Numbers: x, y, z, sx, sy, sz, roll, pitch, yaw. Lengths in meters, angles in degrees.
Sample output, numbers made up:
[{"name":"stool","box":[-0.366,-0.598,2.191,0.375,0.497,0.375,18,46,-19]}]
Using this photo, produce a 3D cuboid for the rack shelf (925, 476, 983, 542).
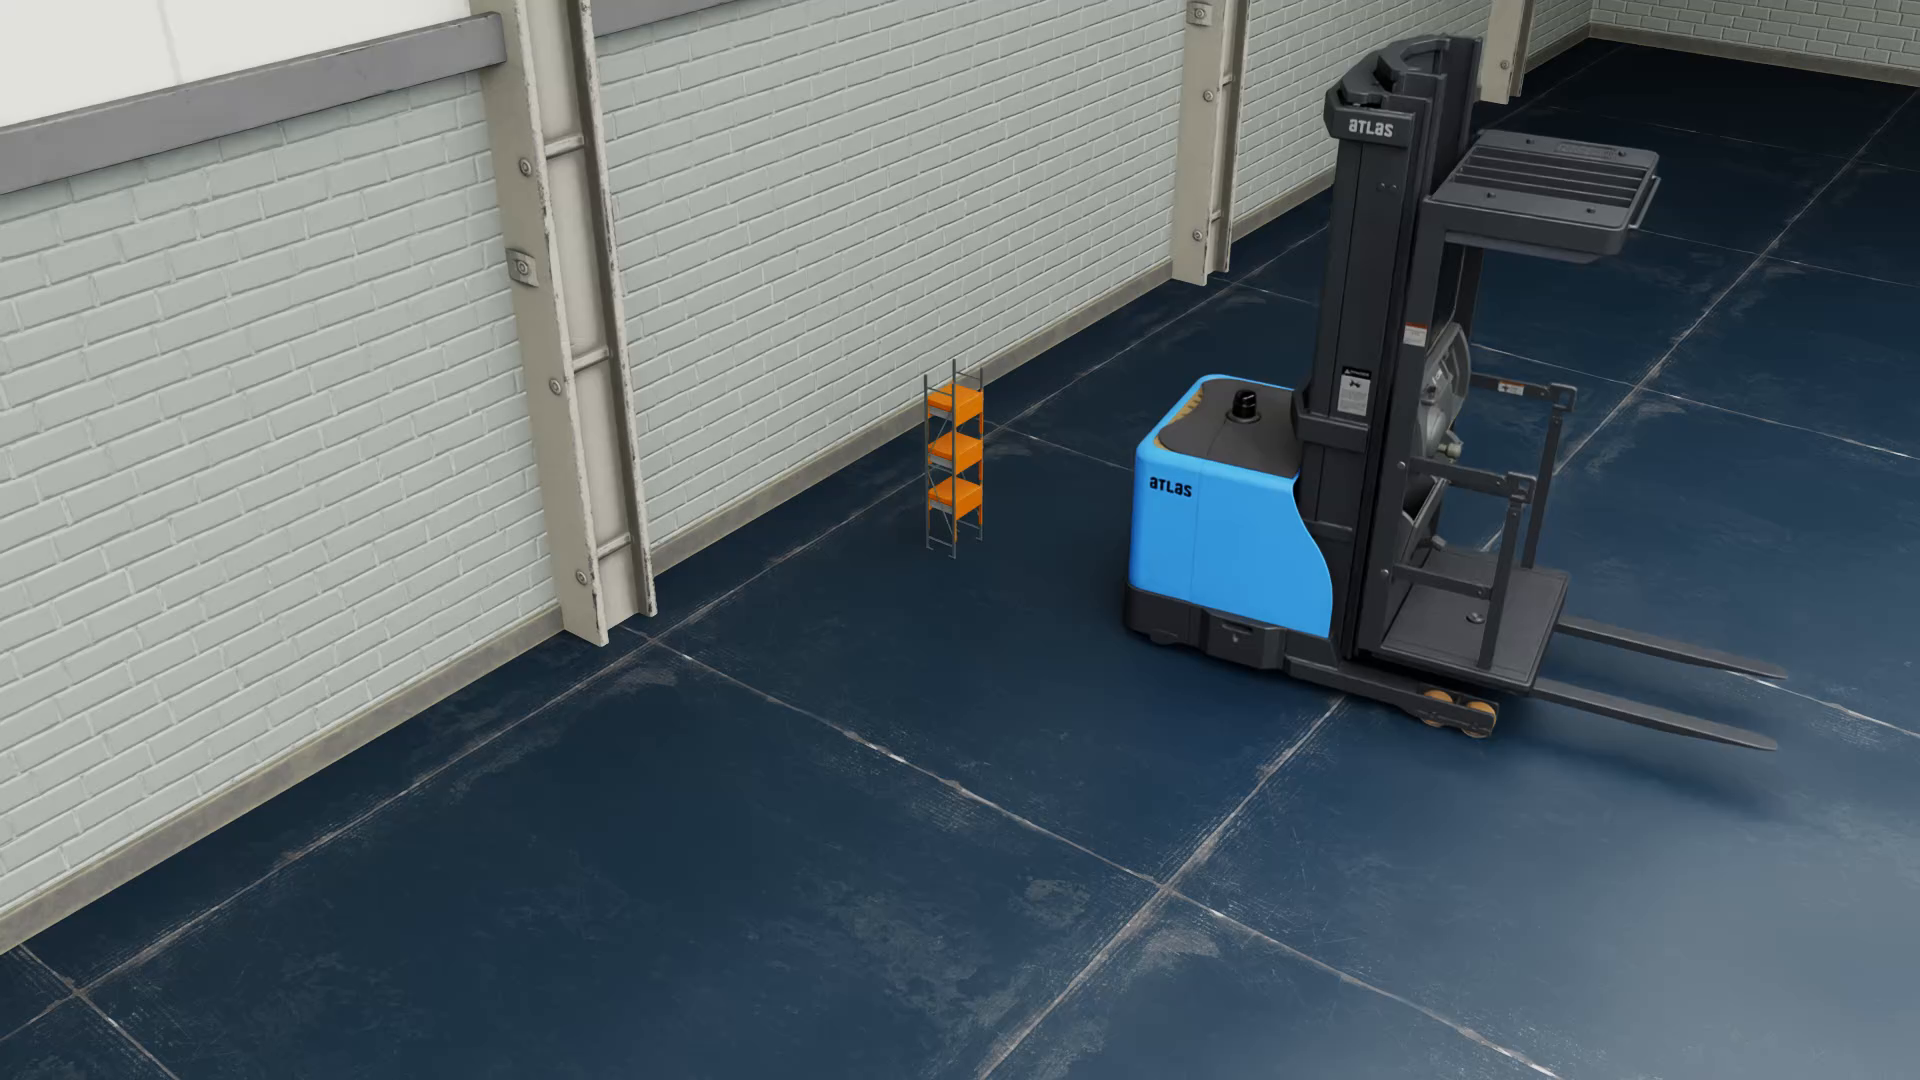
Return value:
[{"name":"rack shelf","box":[-0.032,-0.182,9.093,0.215,0.259,0.240,21,37,31]}]

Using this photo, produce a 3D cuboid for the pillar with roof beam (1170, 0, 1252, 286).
[{"name":"pillar with roof beam","box":[5.250,-4.576,8.145,9.100,9.000,0.400,21,37,31]}]

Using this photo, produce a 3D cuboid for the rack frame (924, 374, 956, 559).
[{"name":"rack frame","box":[-0.106,-0.380,8.862,0.200,1.050,0.008,21,37,31]}]

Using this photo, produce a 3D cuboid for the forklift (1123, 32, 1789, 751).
[{"name":"forklift","box":[2.374,-0.655,7.480,3.031,2.935,1.130,15,34,23]}]

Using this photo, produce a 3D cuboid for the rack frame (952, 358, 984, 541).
[{"name":"rack frame","box":[0.041,-0.479,9.029,0.200,1.050,0.008,21,37,31]}]

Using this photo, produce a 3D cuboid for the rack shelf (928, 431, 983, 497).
[{"name":"rack shelf","box":[-0.032,-0.421,8.951,0.215,0.259,0.240,21,37,31]}]

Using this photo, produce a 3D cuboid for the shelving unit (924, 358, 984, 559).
[{"name":"shelving unit","box":[-0.032,-0.430,8.946,0.215,1.050,0.252,21,37,31]}]

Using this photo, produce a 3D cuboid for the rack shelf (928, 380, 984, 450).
[{"name":"rack shelf","box":[-0.032,-0.665,8.806,0.215,0.259,0.240,21,37,31]}]

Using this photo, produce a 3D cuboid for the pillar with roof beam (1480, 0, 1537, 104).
[{"name":"pillar with roof beam","box":[8.872,-7.015,12.260,9.100,9.000,0.400,21,37,31]}]

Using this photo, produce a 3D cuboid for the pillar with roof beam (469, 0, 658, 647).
[{"name":"pillar with roof beam","box":[1.628,-2.137,4.030,9.100,9.000,0.400,21,37,31]}]
